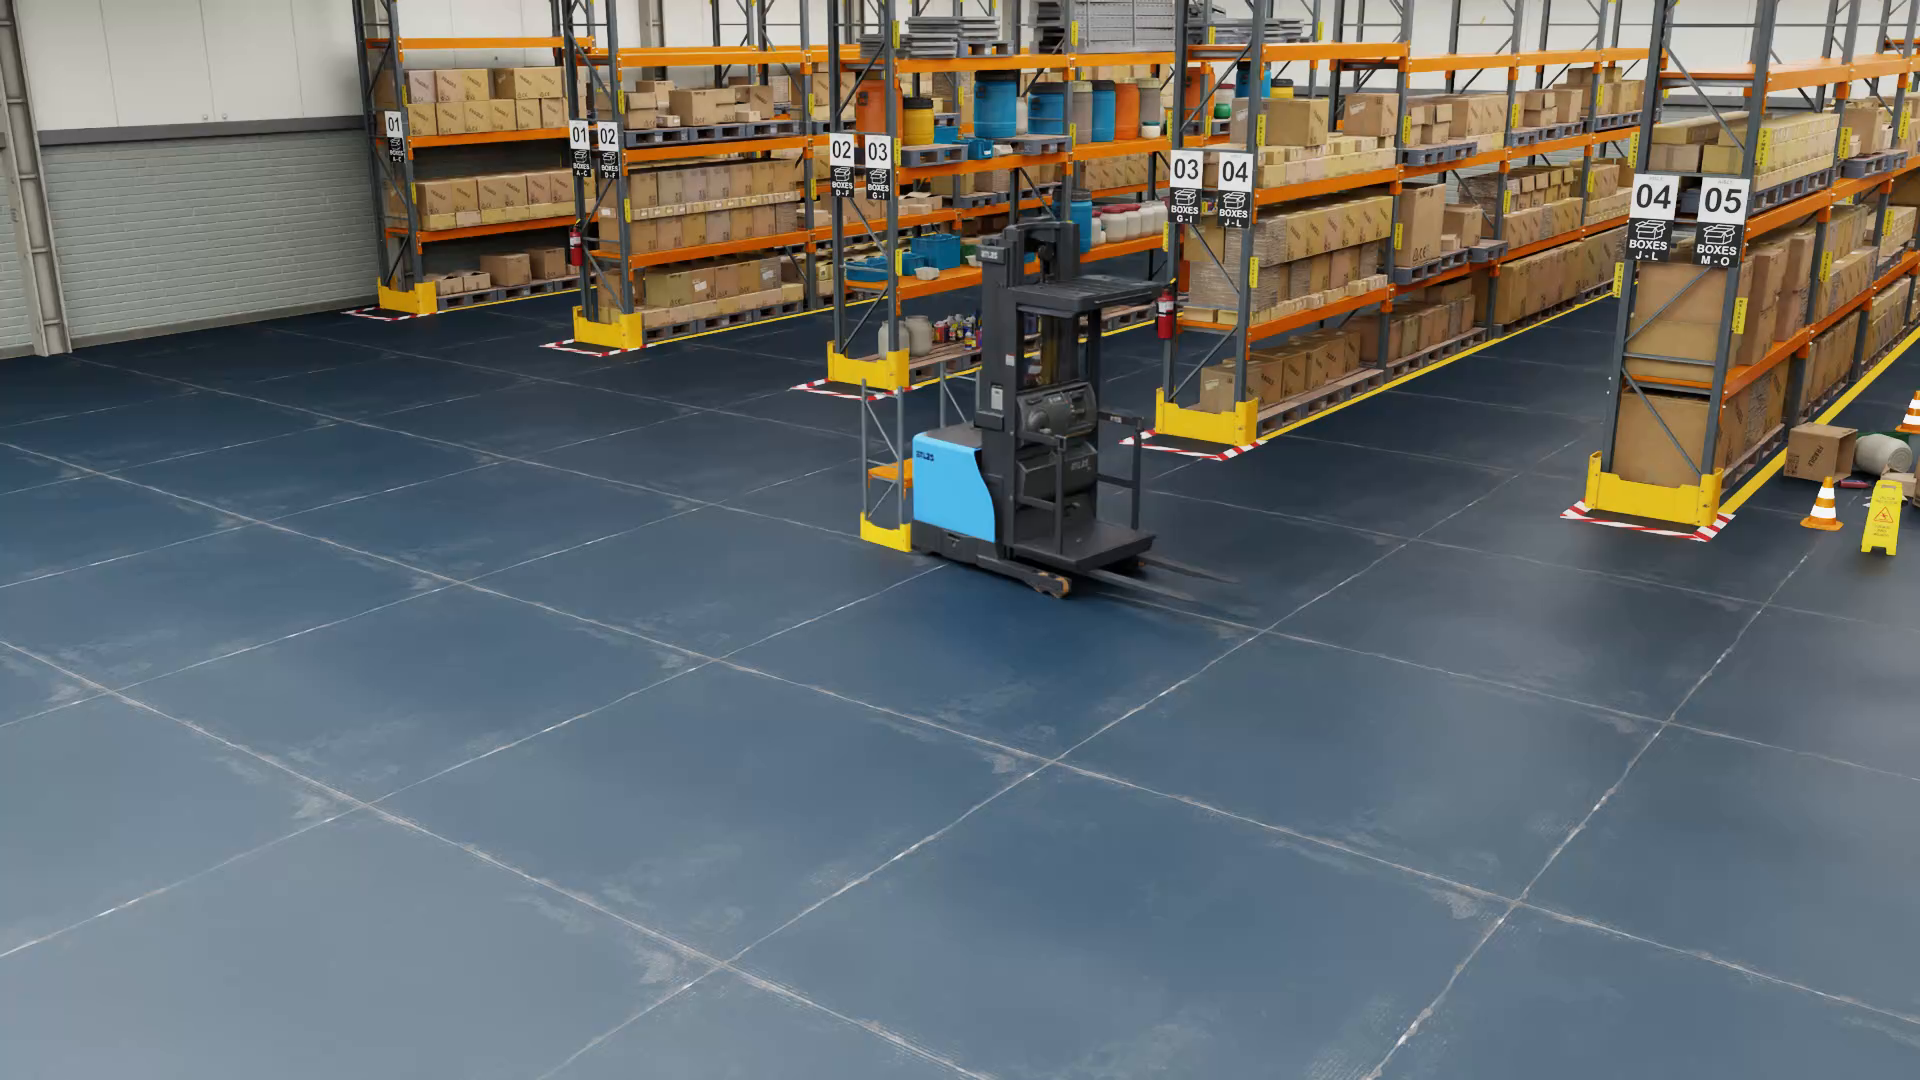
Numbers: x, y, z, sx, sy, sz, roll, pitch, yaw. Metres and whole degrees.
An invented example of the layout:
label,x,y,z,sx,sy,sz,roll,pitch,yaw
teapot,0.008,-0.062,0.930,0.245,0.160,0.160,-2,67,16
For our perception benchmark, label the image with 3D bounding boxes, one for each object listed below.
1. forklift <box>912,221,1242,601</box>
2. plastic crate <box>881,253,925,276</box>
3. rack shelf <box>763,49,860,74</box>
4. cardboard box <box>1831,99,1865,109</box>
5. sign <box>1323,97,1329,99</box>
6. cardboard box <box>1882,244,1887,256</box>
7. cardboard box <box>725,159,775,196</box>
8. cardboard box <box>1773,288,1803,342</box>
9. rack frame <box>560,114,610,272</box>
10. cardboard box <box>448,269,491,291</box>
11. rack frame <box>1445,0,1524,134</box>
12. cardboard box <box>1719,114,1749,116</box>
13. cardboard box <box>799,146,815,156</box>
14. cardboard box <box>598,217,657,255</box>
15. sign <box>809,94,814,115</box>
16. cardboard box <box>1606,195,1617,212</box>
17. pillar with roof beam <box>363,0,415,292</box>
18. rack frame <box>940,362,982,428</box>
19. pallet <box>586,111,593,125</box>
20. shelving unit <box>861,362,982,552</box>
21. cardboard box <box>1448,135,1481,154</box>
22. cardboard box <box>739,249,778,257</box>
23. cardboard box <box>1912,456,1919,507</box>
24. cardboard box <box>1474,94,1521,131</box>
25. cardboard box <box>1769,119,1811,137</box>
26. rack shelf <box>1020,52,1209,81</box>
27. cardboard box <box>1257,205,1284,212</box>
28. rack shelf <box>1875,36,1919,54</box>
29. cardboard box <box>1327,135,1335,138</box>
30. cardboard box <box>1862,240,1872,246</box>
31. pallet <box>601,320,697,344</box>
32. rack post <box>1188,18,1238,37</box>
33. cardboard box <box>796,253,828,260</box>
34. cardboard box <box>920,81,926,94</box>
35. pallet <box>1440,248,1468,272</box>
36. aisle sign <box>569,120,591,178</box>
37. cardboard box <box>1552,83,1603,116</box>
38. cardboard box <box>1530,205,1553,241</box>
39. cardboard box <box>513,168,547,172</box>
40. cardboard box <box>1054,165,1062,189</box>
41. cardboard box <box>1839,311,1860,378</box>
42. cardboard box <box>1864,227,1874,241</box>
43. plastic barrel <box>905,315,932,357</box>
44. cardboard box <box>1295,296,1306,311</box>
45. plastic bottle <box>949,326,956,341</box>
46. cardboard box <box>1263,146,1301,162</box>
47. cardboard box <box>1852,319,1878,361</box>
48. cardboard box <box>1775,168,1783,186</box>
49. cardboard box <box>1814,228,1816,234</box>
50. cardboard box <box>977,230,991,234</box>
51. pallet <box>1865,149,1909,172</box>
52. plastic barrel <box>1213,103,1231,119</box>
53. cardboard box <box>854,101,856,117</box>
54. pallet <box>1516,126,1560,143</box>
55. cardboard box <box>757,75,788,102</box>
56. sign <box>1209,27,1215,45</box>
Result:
label,x,y,z,sx,sy,sz,roll,pitch,yaw
forklift,0.969,-1.098,13.843,3.031,2.935,1.130,16,24,42
plastic crate,-0.766,-3.730,22.455,0.499,0.251,0.408,12,21,35
rack shelf,-1.616,-8.111,28.084,1.077,0.370,4.000,12,21,35
cardboard box,11.778,-5.718,22.089,0.396,0.266,0.258,12,21,35
sign,4.698,-5.518,21.367,0.100,0.325,0.005,12,21,35
cardboard box,12.361,-3.950,22.626,0.380,0.149,0.250,14,22,37
cardboard box,-3.367,-5.744,26.334,0.700,0.500,0.500,12,21,35
cardboard box,8.549,-2.499,17.987,0.875,0.550,0.550,12,21,35
rack frame,-6.788,-6.179,30.090,1.000,3.000,0.127,12,21,35
cardboard box,-8.348,-4.437,28.272,0.500,0.311,0.500,15,22,39
rack frame,7.529,-7.371,23.812,1.000,3.000,0.127,12,21,35
cardboard box,8.126,-4.386,17.460,0.380,0.149,0.250,12,21,34
cardboard box,-3.313,-8.000,33.984,0.500,0.250,0.500,13,21,35
cardboard box,-4.903,-4.508,24.542,0.700,0.500,0.500,12,21,35
sign,-2.361,-6.924,26.426,0.100,0.325,0.005,12,21,35
cardboard box,11.007,-5.837,28.738,0.500,0.250,0.500,13,22,36
pillar with roof beam,-5.992,-7.650,24.711,9.100,9.000,0.400,12,21,35
rack frame,0.006,-0.895,15.602,0.500,1.500,0.032,16,23,41
pallet,-6.335,-7.650,30.086,1.213,0.211,1.003,12,21,35
shelving unit,-0.335,-0.787,15.254,0.587,1.500,1.083,16,23,41
cardboard box,6.857,-5.470,23.003,0.500,0.250,0.500,13,22,36
cardboard box,-3.336,-4.495,27.330,0.500,0.500,0.500,12,21,35
cardboard box,9.734,-0.523,16.085,0.797,0.503,0.637,-1,17,-3
cardboard box,7.835,-6.346,24.688,0.797,0.503,0.637,14,22,38
cardboard box,8.202,-4.089,16.504,0.380,0.149,0.250,13,21,35
rack shelf,2.360,-7.235,25.262,1.077,0.370,4.000,12,21,35
cardboard box,3.485,-3.681,19.690,0.500,0.500,0.500,12,21,35
rack shelf,15.027,-7.554,25.621,1.077,0.370,4.000,12,21,35
cardboard box,4.421,-4.945,20.638,0.380,0.149,0.250,13,21,35
cardboard box,11.901,-3.908,21.989,0.380,0.149,0.250,14,22,37
pallet,-4.769,-3.210,25.230,1.003,0.211,1.213,12,21,35
rack post,3.950,-8.390,27.221,0.954,0.300,0.937,12,21,35
cardboard box,-2.492,-4.732,28.412,0.500,0.311,0.500,13,22,36
cardboard box,-1.083,-9.930,36.488,0.500,0.250,0.500,12,21,34
pallet,6.382,-3.935,23.189,1.003,0.211,1.213,12,21,35
aisle sign,-5.466,-5.630,23.937,0.394,0.787,0.004,12,21,35
cardboard box,10.330,-7.384,27.867,0.700,0.500,0.500,11,20,31
cardboard box,8.945,-4.986,26.079,0.500,0.500,0.500,13,21,35
cardboard box,-7.547,-6.277,29.361,0.500,0.500,0.500,12,21,34
cardboard box,2.051,-7.422,33.924,0.500,0.500,0.500,13,21,36
cardboard box,11.017,-2.602,21.657,1.050,0.750,0.750,12,21,34
cardboard box,11.886,-4.047,21.936,0.380,0.149,0.250,12,21,35
plastic barrel,-0.586,-2.778,22.624,0.421,0.512,0.421,0,17,0
cardboard box,3.863,-2.805,19.649,0.380,0.149,0.250,12,21,35
plastic bottle,-0.107,-2.935,23.620,0.097,0.201,0.097,0,17,0
cardboard box,3.615,-4.355,18.740,0.380,0.149,0.250,13,22,37
cardboard box,12.079,-2.735,22.508,0.500,0.500,0.500,11,21,32
cardboard box,7.599,-3.467,15.844,0.380,0.149,0.250,13,21,35
cardboard box,9.360,-3.297,18.955,0.700,0.500,0.500,12,21,34
cardboard box,0.253,-5.661,31.895,0.500,0.500,0.500,12,21,33
pallet,11.111,-4.785,20.861,1.213,0.211,1.003,14,22,37
plastic barrel,4.367,-7.152,27.718,0.294,0.245,0.294,0,17,0
cardboard box,-1.619,-7.311,28.220,0.500,0.250,0.500,10,20,30
pallet,8.534,-6.278,25.668,1.003,0.211,1.213,14,22,37
cardboard box,-3.889,-9.083,33.473,0.700,0.500,0.500,11,20,32
sign,3.997,-7.996,26.371,0.100,0.325,0.005,12,21,35
